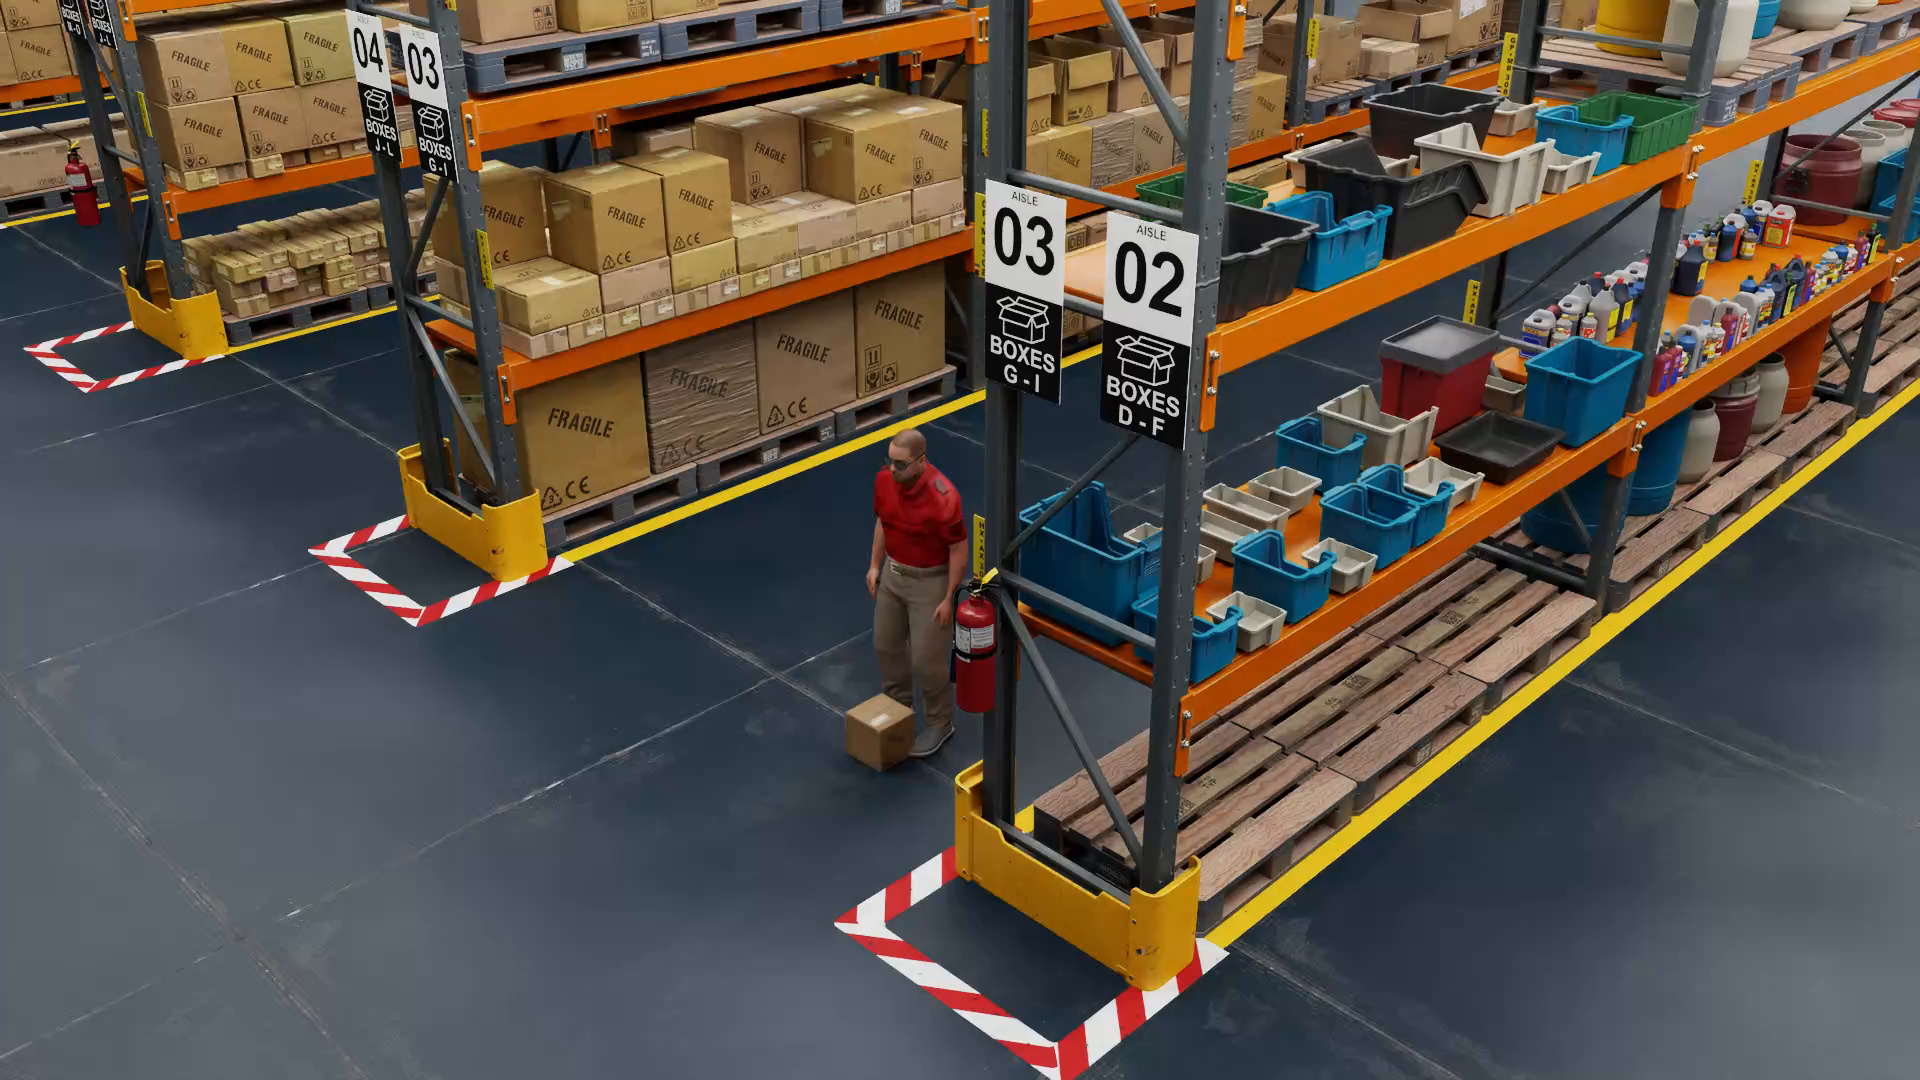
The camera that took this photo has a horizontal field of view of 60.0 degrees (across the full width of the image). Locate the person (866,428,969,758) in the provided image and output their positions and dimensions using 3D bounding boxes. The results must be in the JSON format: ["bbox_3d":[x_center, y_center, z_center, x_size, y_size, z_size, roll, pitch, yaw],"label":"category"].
[{"bbox_3d":[-0.223,0.227,8.202,0.582,1.726,0.391,23,35,37],"label":"person"}]
